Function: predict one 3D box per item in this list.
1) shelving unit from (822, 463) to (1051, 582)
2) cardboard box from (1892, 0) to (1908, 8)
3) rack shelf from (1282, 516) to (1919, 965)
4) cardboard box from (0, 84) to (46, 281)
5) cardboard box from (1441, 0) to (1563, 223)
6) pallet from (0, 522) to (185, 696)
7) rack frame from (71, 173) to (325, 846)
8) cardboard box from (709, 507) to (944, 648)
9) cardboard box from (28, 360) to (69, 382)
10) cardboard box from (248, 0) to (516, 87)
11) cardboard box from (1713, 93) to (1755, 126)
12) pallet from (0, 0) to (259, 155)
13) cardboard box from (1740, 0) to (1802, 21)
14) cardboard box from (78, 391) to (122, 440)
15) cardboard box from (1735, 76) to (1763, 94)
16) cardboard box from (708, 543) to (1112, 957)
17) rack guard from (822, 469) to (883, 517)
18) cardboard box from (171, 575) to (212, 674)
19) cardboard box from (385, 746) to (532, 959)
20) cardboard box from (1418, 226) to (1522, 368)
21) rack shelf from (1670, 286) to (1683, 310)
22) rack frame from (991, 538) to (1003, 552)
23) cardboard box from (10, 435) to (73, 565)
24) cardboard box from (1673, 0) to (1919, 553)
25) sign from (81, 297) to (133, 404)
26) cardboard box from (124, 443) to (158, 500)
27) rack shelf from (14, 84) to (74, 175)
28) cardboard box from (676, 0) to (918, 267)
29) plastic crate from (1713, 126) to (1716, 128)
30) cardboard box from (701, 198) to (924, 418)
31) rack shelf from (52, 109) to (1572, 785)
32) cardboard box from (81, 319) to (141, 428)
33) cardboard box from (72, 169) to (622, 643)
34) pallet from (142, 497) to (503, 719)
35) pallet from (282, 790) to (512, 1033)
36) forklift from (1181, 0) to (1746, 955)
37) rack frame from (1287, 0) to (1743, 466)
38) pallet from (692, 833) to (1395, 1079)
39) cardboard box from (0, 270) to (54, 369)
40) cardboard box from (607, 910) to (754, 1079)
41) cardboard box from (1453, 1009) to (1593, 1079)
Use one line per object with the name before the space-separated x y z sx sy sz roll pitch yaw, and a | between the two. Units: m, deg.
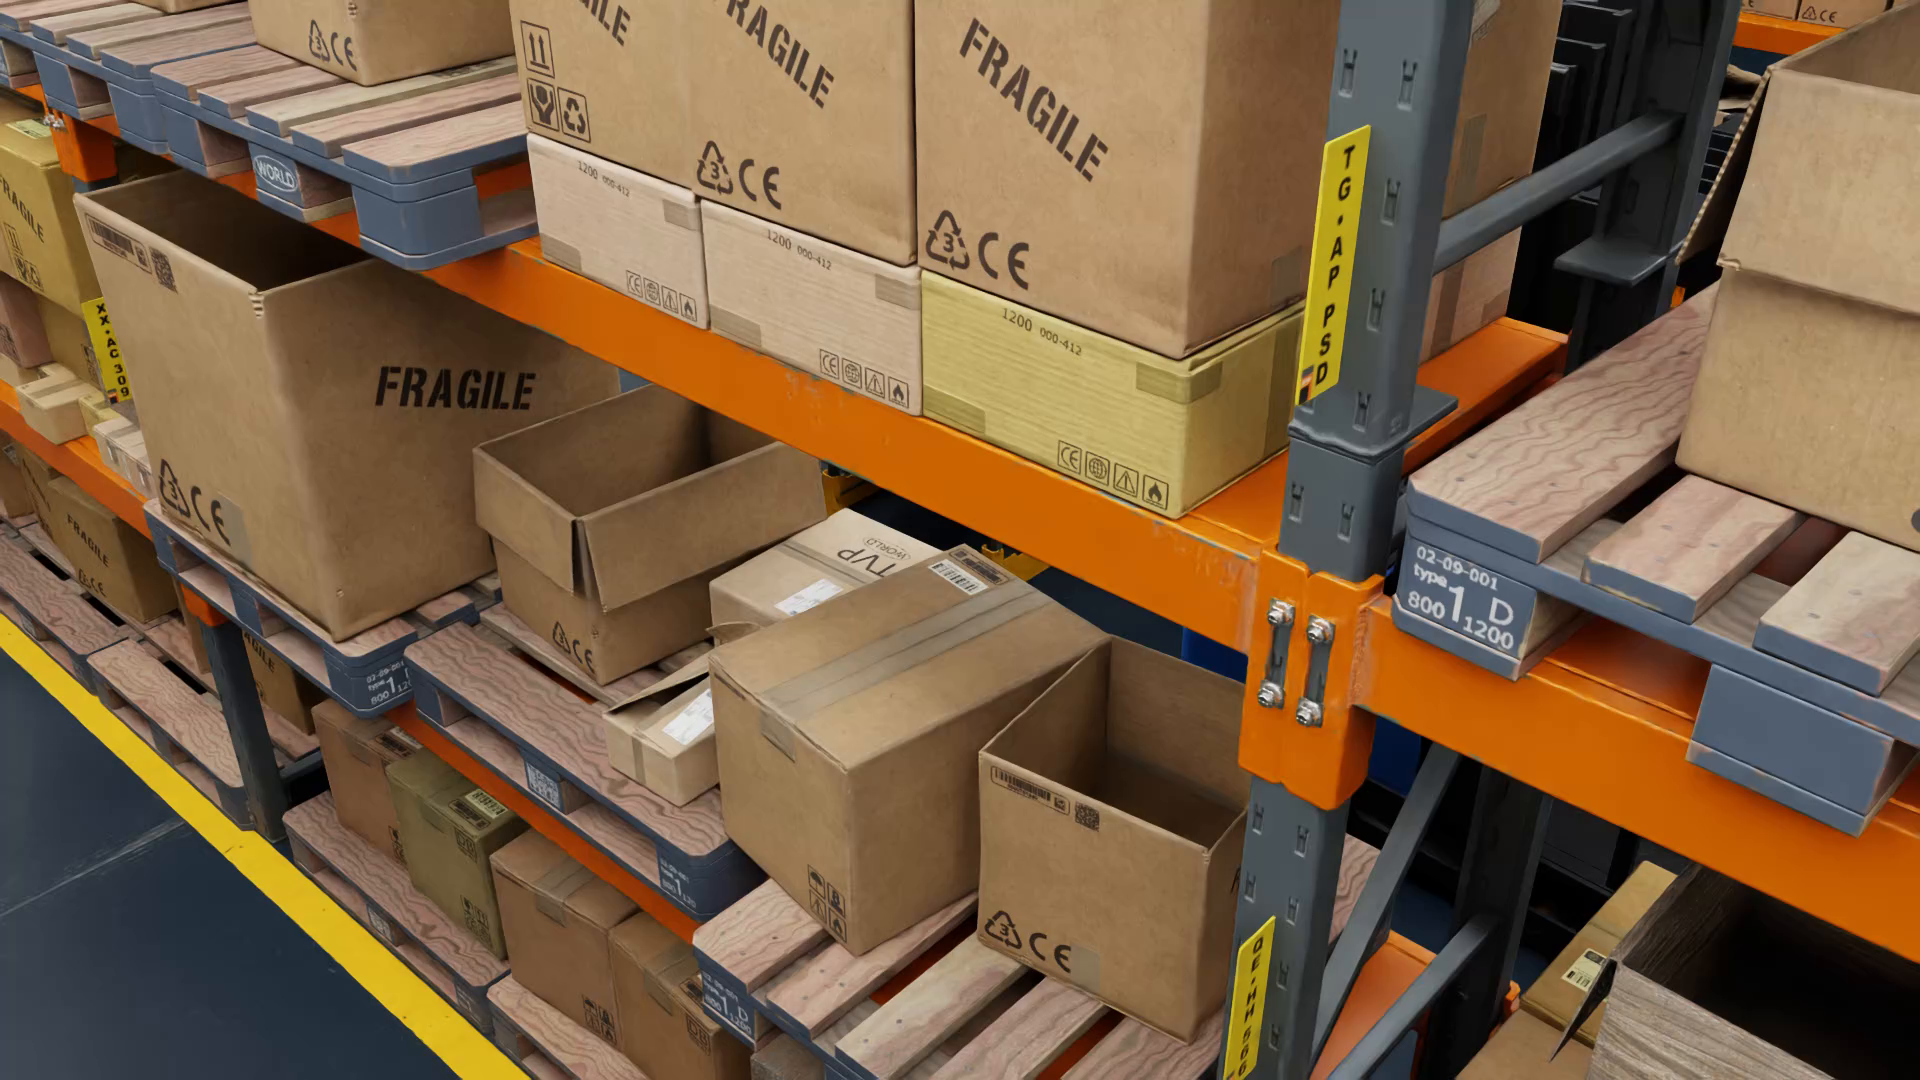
shelving unit | -0.057 -0.669 7.407 1.083 1.500 0.587 25 39 35
cardboard box | 6.202 -3.424 10.433 0.500 0.500 0.500 23 38 33
rack shelf | 2.289 0.695 1.476 4.000 0.370 1.077 25 39 35
cardboard box | -3.049 -1.226 5.524 0.500 0.500 0.500 25 39 35
cardboard box | 0.631 -0.823 2.719 0.500 0.500 0.500 25 39 36
pallet | -3.590 0.149 7.298 1.213 0.211 1.003 25 39 35
rack frame | -2.159 -0.405 5.514 0.127 3.000 1.000 25 39 35
cardboard box | -0.282 0.196 4.254 0.500 0.250 0.500 24 38 34
cardboard box | -3.197 -0.639 6.147 0.250 0.149 0.380 25 39 35
cardboard box | -1.178 -1.388 3.731 0.637 0.503 0.797 27 40 37
cardboard box | 5.382 -2.841 11.277 0.500 0.311 0.500 24 38 34
pallet | -1.773 -1.355 4.366 1.003 0.211 1.213 25 39 35
cardboard box | 5.440 -3.780 11.024 0.500 0.500 0.500 -26 40 -36
cardboard box | -2.840 -0.459 5.847 0.250 0.149 0.380 25 39 35
cardboard box | 5.742 -3.052 11.626 0.500 0.311 0.500 25 39 35
cardboard box | -0.102 0.430 3.622 0.700 0.500 0.500 -23 38 -33
rack guard | -0.426 -0.306 8.016 0.087 0.250 0.587 25 39 35
cardboard box | -2.859 0.137 6.630 0.500 0.500 0.500 -16 35 -25
cardboard box | -1.377 0.871 5.392 0.500 0.500 0.700 25 39 35
cardboard box | 0.629 -0.501 2.911 0.500 0.250 0.500 26 40 36
rack shelf | 2.647 -1.298 7.696 4.000 0.370 1.077 25 39 35
rack frame | 0.314 -0.496 7.120 0.032 1.500 0.500 25 39 35
cardboard box | -3.756 -0.258 7.286 0.500 0.500 0.500 -25 39 -35
cardboard box | 1.307 -0.346 2.001 0.797 0.503 0.637 -27 40 -37
sign | -2.518 -0.565 4.941 0.005 0.325 0.100 25 39 35
cardboard box | -2.516 -0.259 5.515 0.250 0.149 0.380 25 39 35
rack shelf | -3.642 -2.074 6.075 4.000 0.370 1.077 25 39 35
cardboard box | -0.103 -0.805 2.689 0.500 0.500 0.500 25 39 35
plastic crate | 3.137 -1.618 7.467 0.583 0.464 0.402 25 39 35
cardboard box | -0.088 -0.478 2.873 0.500 0.250 0.500 25 39 35
rack shelf | -0.676 -0.689 3.776 4.000 0.370 1.077 25 39 35
cardboard box | -2.451 -0.754 5.709 0.500 0.500 0.875 25 39 35
cardboard box | -1.664 -0.513 4.705 1.000 1.000 1.000 25 39 35
pallet | -1.690 -0.002 5.031 1.213 0.211 1.003 25 39 35
pallet | -1.581 1.059 5.786 1.213 0.211 1.003 25 39 35
forklift | 2.221 -0.129 5.123 3.031 2.935 1.130 27 40 37
rack frame | 0.806 -1.590 1.667 0.127 3.000 1.000 25 39 35
pallet | 0.207 0.856 3.606 1.003 0.211 1.213 25 39 35
cardboard box | -3.237 -1.075 6.242 0.500 0.500 0.875 25 39 35
cardboard box | -0.548 1.257 4.750 0.700 0.500 0.500 -26 39 -36
cardboard box | 0.984 1.209 2.736 0.500 0.500 0.500 26 40 36
